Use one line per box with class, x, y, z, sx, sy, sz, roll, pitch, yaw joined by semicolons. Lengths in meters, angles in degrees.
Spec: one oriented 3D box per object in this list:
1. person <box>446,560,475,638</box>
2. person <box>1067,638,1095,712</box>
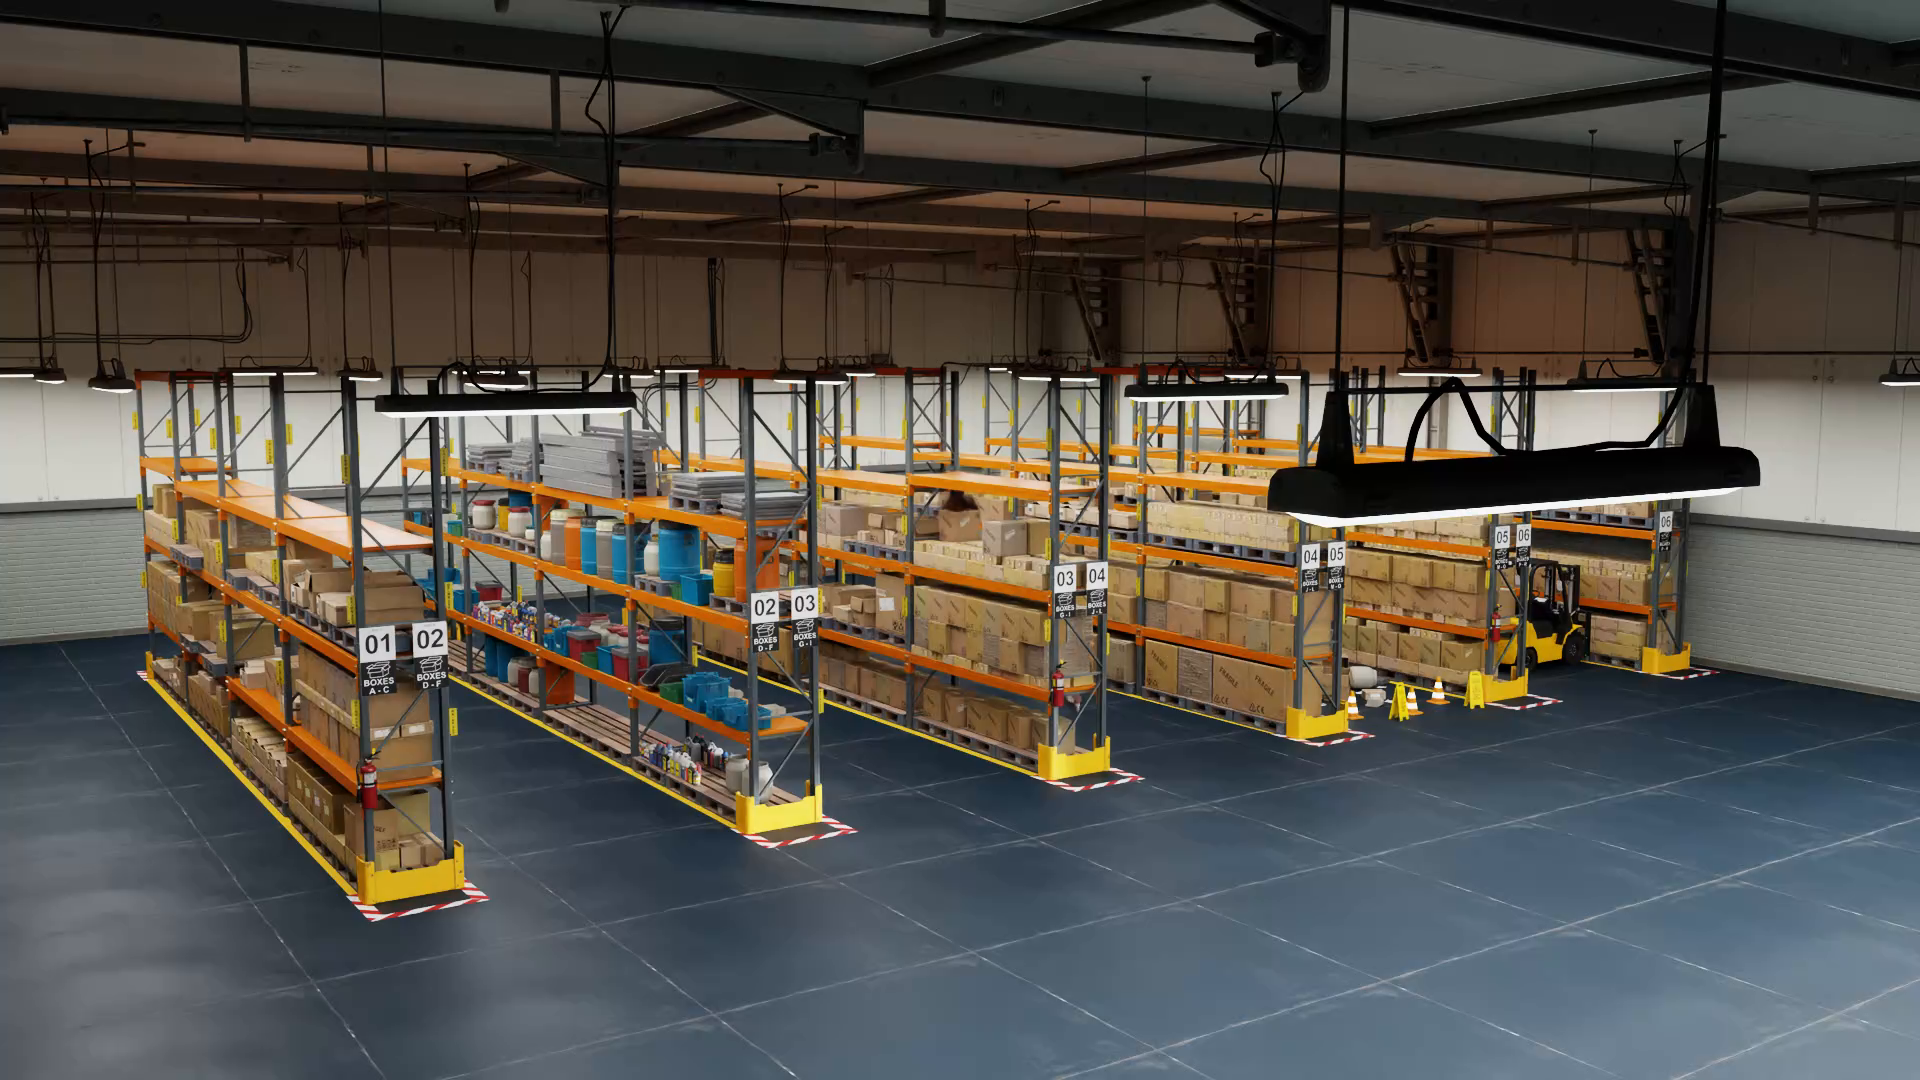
person;-11.180;1.310;36.709;0.845;1.744;0.631;1;6;7
person;2.111;2.155;29.685;0.474;1.690;0.865;-3;7;-26
